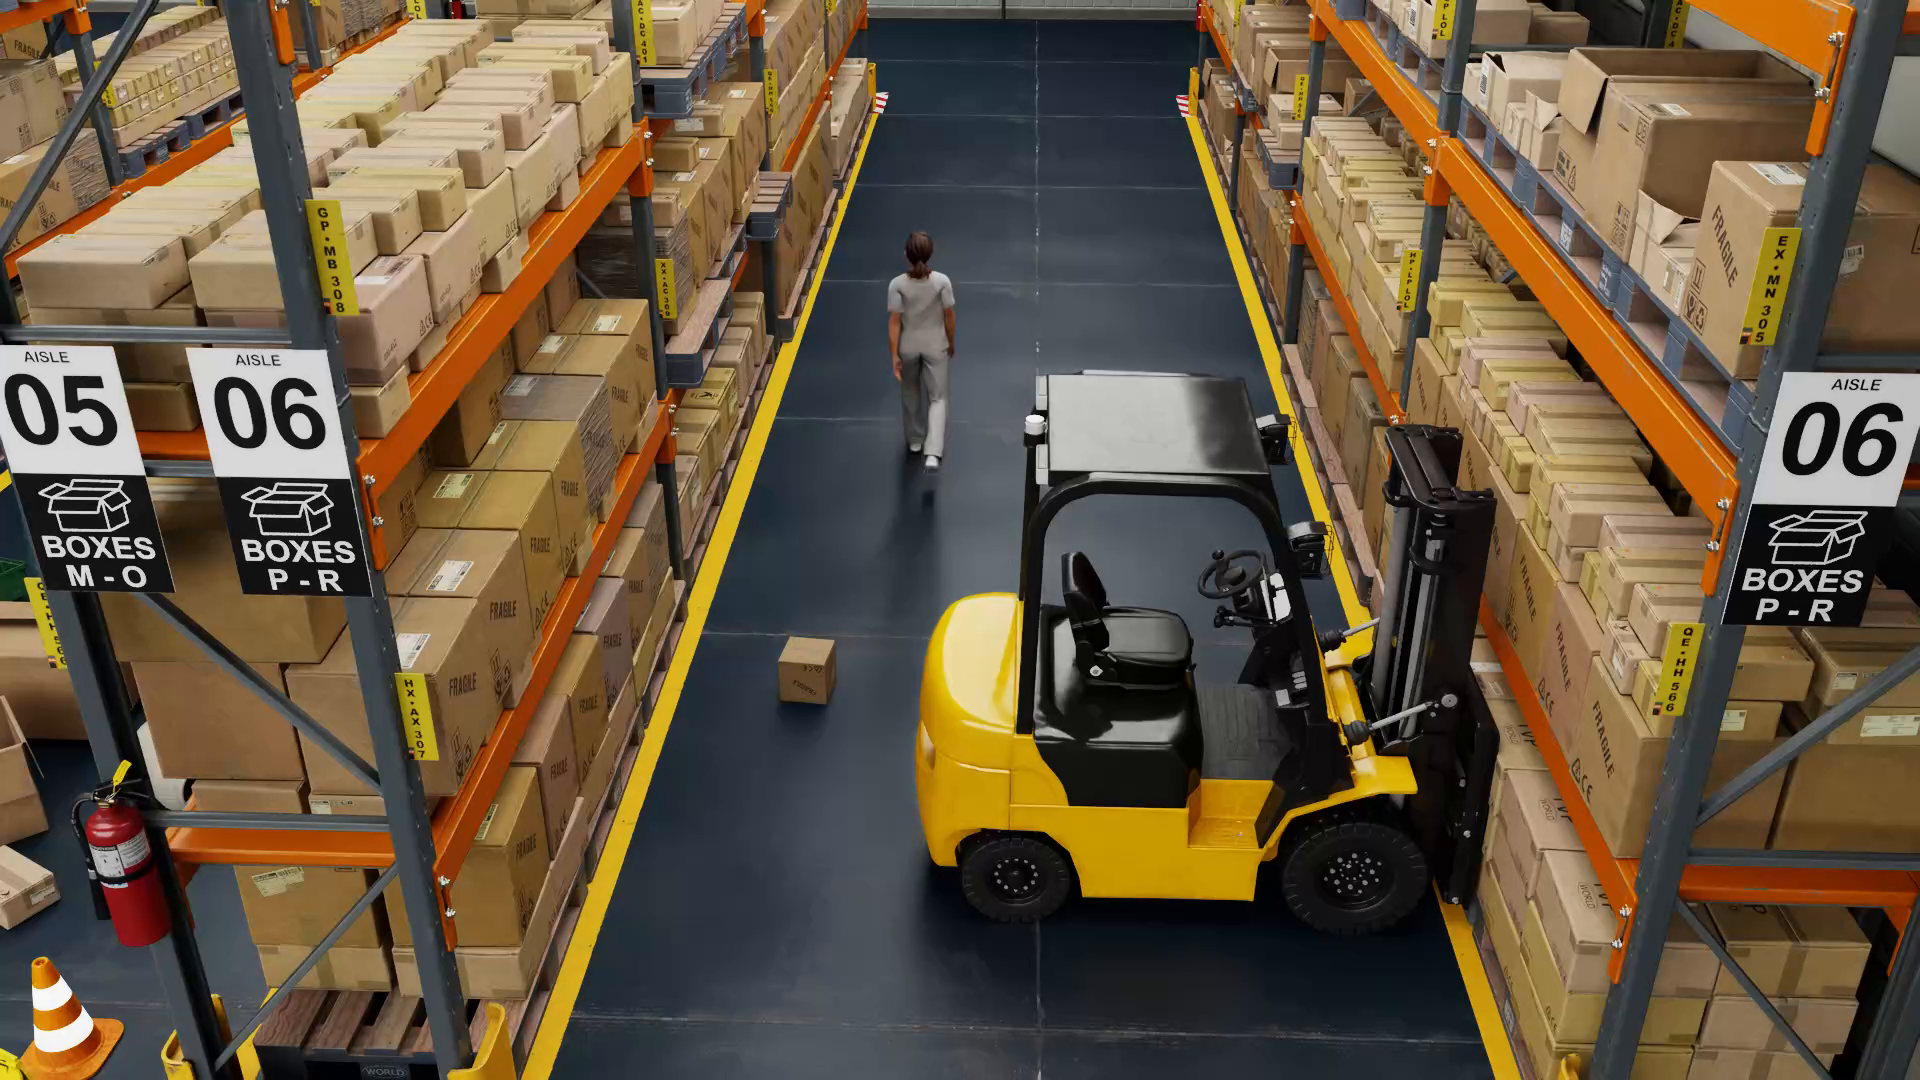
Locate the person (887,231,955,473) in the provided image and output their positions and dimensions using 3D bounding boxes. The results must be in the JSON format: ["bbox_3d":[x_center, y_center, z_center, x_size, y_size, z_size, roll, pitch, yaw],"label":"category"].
[{"bbox_3d":[-0.251,-1.243,10.949,0.442,1.630,0.969,0,28,0],"label":"person"}]
